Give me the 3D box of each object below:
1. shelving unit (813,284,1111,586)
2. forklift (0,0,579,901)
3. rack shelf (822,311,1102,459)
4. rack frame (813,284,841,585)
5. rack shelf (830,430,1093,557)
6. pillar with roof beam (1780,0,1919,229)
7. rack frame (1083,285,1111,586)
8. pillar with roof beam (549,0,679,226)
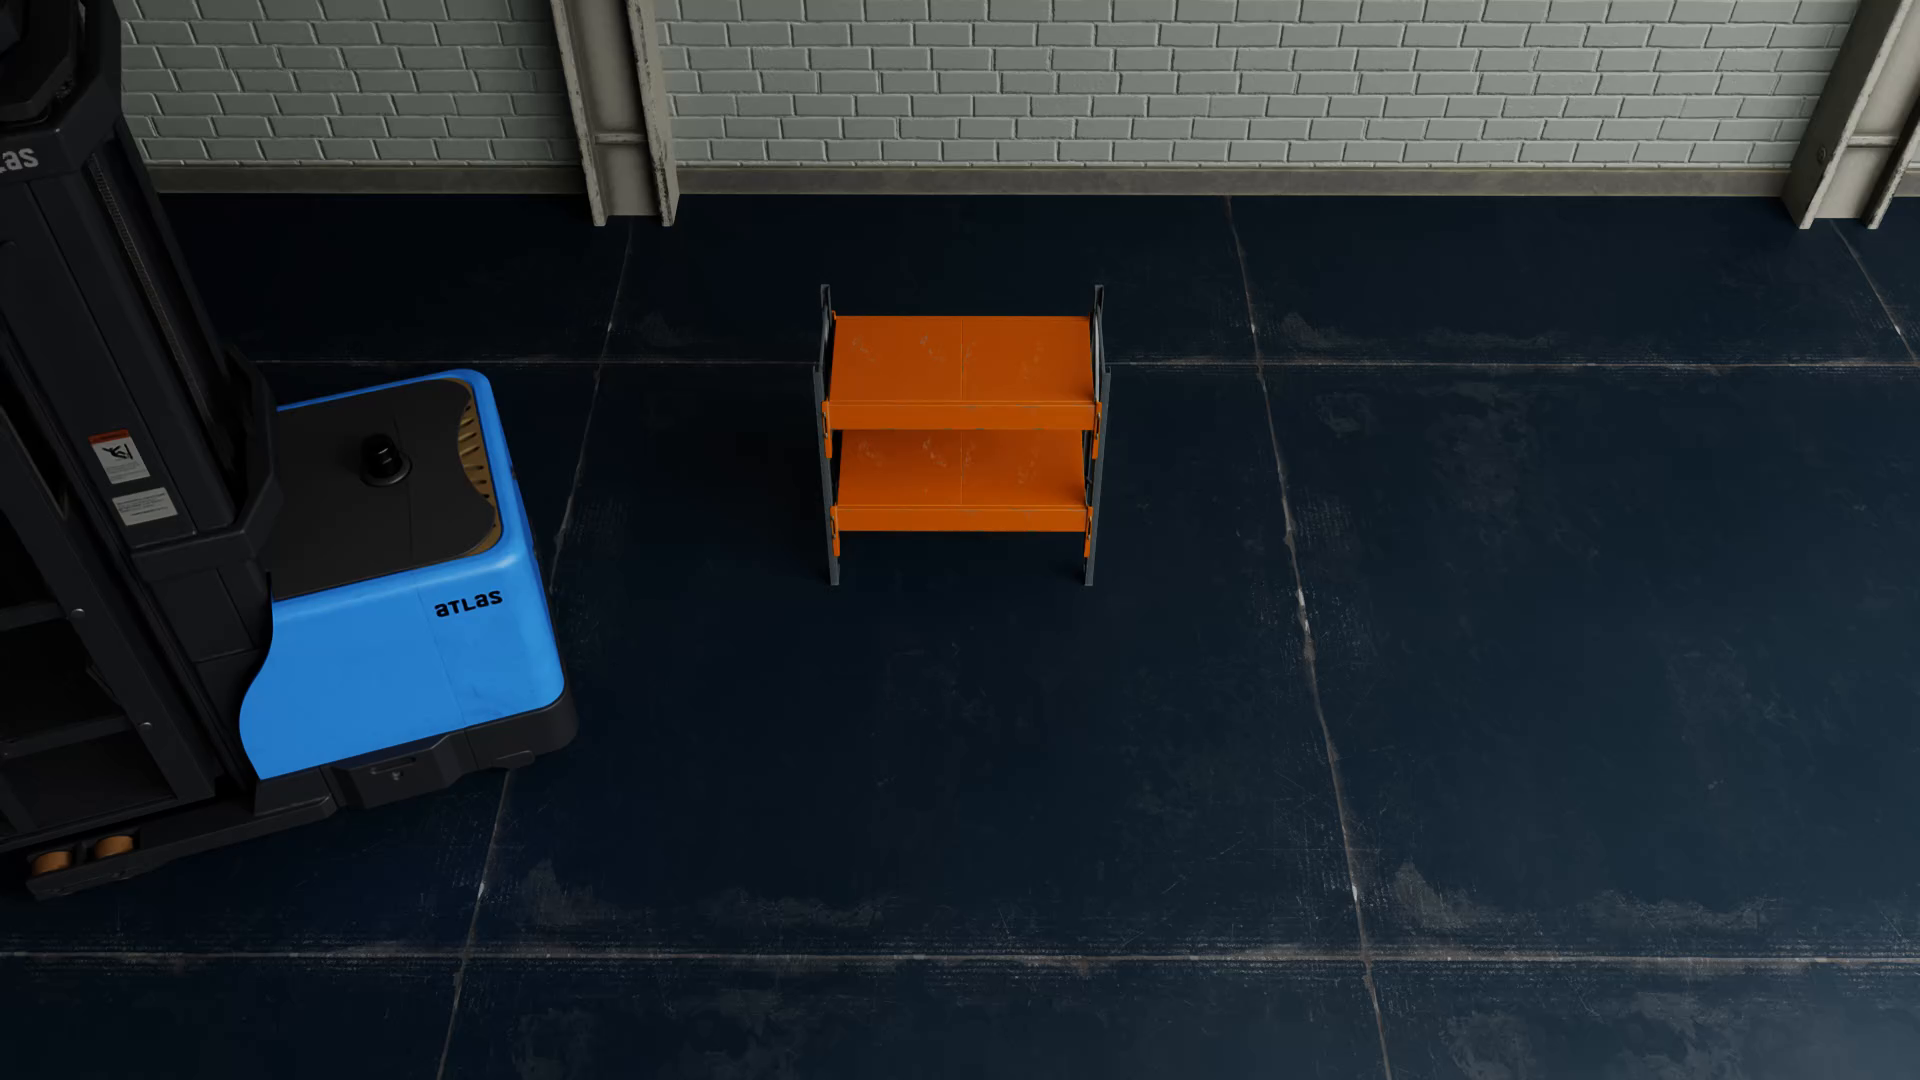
[{"bbox_3d":[0.007,-0.383,6.419,1.048,1.125,0.538,0,47,0],"label":"shelving unit"},{"bbox_3d":[-2.969,-0.217,5.031,3.031,2.935,1.130,-14,49,-13],"label":"forklift"},{"bbox_3d":[0.007,-0.583,6.205,1.000,0.278,0.538,0,47,0],"label":"rack shelf"},{"bbox_3d":[-0.502,-0.385,6.420,0.032,1.125,0.500,0,47,0],"label":"rack frame"},{"bbox_3d":[0.007,-0.217,6.598,1.000,0.278,0.538,0,47,0],"label":"rack shelf"},{"bbox_3d":[4.355,-1.576,2.150,0.400,9.000,9.100,0,47,0],"label":"pillar with roof beam"},{"bbox_3d":[0.515,-0.382,6.418,0.032,1.125,0.500,0,47,0],"label":"rack frame"},{"bbox_3d":[-1.645,-1.592,2.165,0.400,9.000,9.100,0,47,0],"label":"pillar with roof beam"}]
